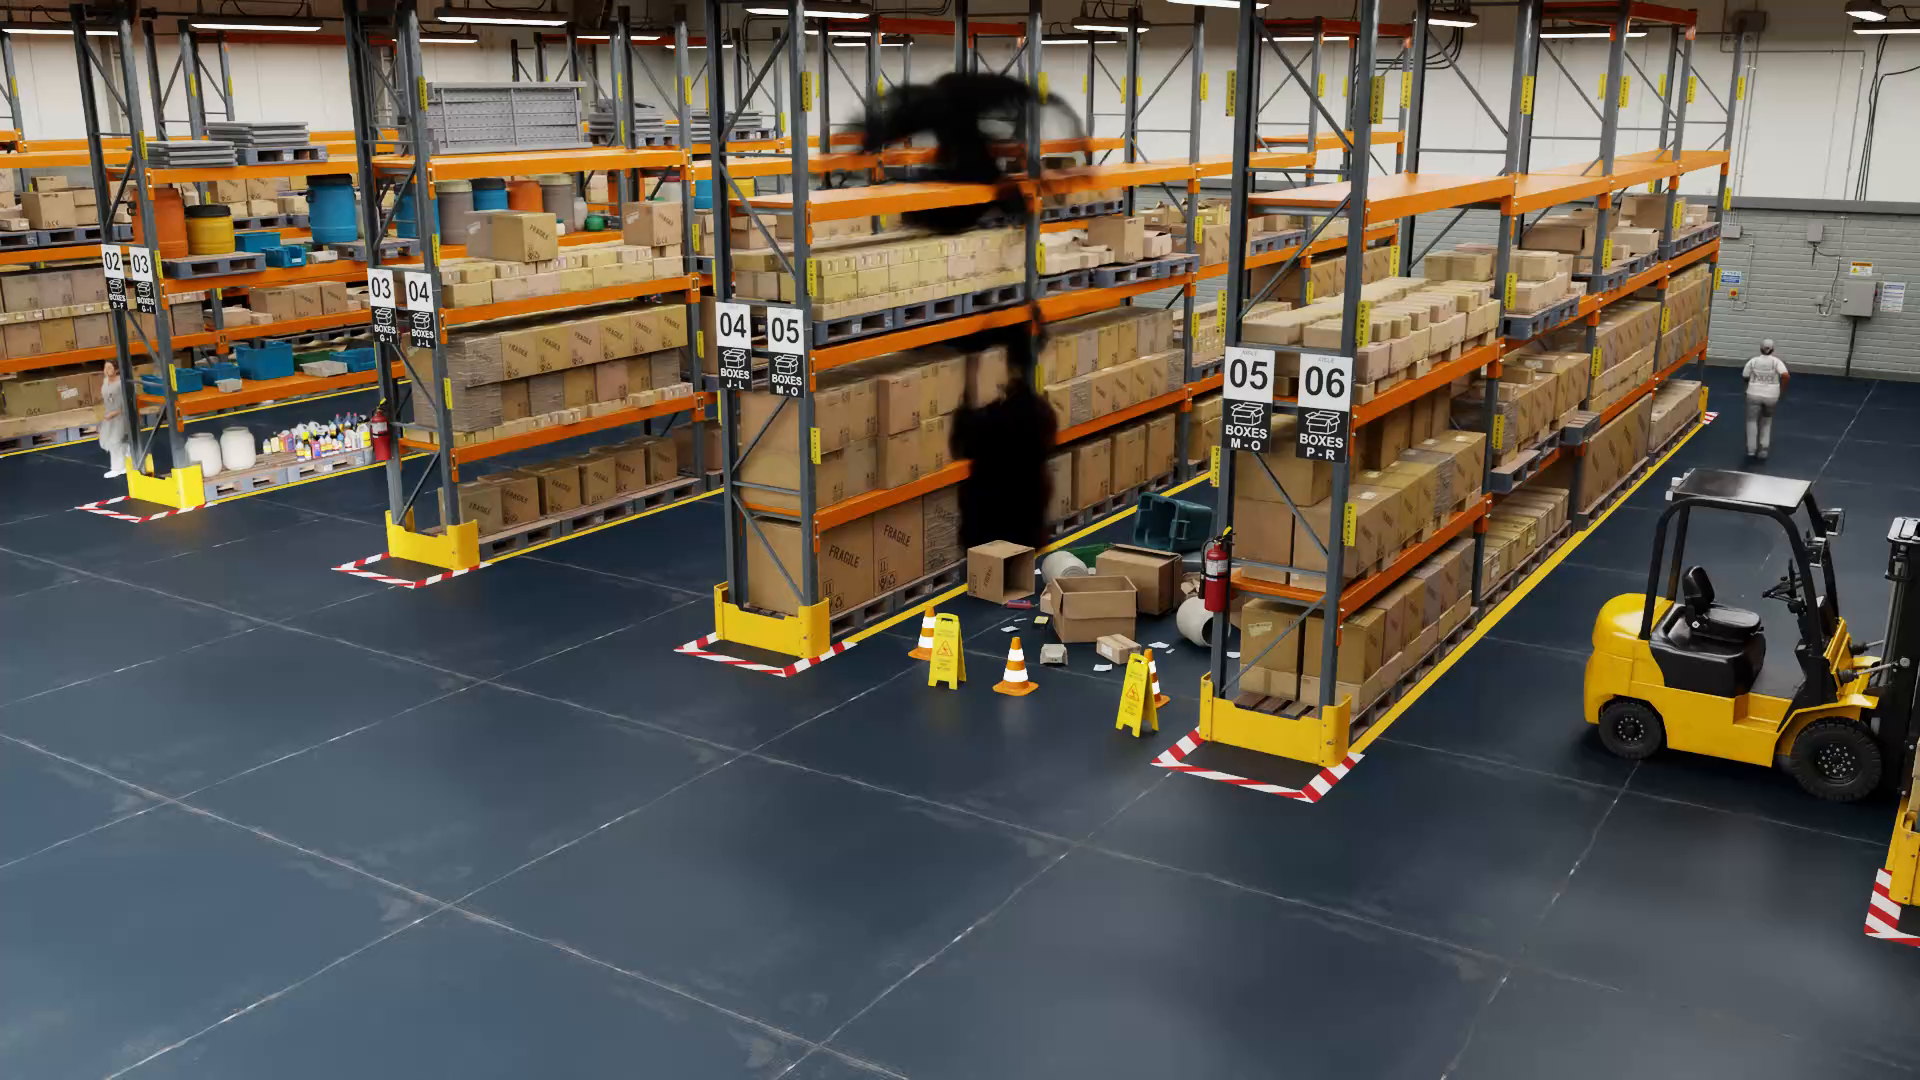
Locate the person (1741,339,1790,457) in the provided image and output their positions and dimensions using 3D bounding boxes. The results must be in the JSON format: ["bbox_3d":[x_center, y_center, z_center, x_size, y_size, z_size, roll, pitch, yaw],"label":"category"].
[{"bbox_3d":[11.169,-1.949,23.165,0.574,1.712,0.694,5,16,19],"label":"person"}]

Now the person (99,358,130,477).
[{"bbox_3d":[-11.168,-1.629,22.117,0.555,1.621,0.560,4,16,15],"label":"person"}]
